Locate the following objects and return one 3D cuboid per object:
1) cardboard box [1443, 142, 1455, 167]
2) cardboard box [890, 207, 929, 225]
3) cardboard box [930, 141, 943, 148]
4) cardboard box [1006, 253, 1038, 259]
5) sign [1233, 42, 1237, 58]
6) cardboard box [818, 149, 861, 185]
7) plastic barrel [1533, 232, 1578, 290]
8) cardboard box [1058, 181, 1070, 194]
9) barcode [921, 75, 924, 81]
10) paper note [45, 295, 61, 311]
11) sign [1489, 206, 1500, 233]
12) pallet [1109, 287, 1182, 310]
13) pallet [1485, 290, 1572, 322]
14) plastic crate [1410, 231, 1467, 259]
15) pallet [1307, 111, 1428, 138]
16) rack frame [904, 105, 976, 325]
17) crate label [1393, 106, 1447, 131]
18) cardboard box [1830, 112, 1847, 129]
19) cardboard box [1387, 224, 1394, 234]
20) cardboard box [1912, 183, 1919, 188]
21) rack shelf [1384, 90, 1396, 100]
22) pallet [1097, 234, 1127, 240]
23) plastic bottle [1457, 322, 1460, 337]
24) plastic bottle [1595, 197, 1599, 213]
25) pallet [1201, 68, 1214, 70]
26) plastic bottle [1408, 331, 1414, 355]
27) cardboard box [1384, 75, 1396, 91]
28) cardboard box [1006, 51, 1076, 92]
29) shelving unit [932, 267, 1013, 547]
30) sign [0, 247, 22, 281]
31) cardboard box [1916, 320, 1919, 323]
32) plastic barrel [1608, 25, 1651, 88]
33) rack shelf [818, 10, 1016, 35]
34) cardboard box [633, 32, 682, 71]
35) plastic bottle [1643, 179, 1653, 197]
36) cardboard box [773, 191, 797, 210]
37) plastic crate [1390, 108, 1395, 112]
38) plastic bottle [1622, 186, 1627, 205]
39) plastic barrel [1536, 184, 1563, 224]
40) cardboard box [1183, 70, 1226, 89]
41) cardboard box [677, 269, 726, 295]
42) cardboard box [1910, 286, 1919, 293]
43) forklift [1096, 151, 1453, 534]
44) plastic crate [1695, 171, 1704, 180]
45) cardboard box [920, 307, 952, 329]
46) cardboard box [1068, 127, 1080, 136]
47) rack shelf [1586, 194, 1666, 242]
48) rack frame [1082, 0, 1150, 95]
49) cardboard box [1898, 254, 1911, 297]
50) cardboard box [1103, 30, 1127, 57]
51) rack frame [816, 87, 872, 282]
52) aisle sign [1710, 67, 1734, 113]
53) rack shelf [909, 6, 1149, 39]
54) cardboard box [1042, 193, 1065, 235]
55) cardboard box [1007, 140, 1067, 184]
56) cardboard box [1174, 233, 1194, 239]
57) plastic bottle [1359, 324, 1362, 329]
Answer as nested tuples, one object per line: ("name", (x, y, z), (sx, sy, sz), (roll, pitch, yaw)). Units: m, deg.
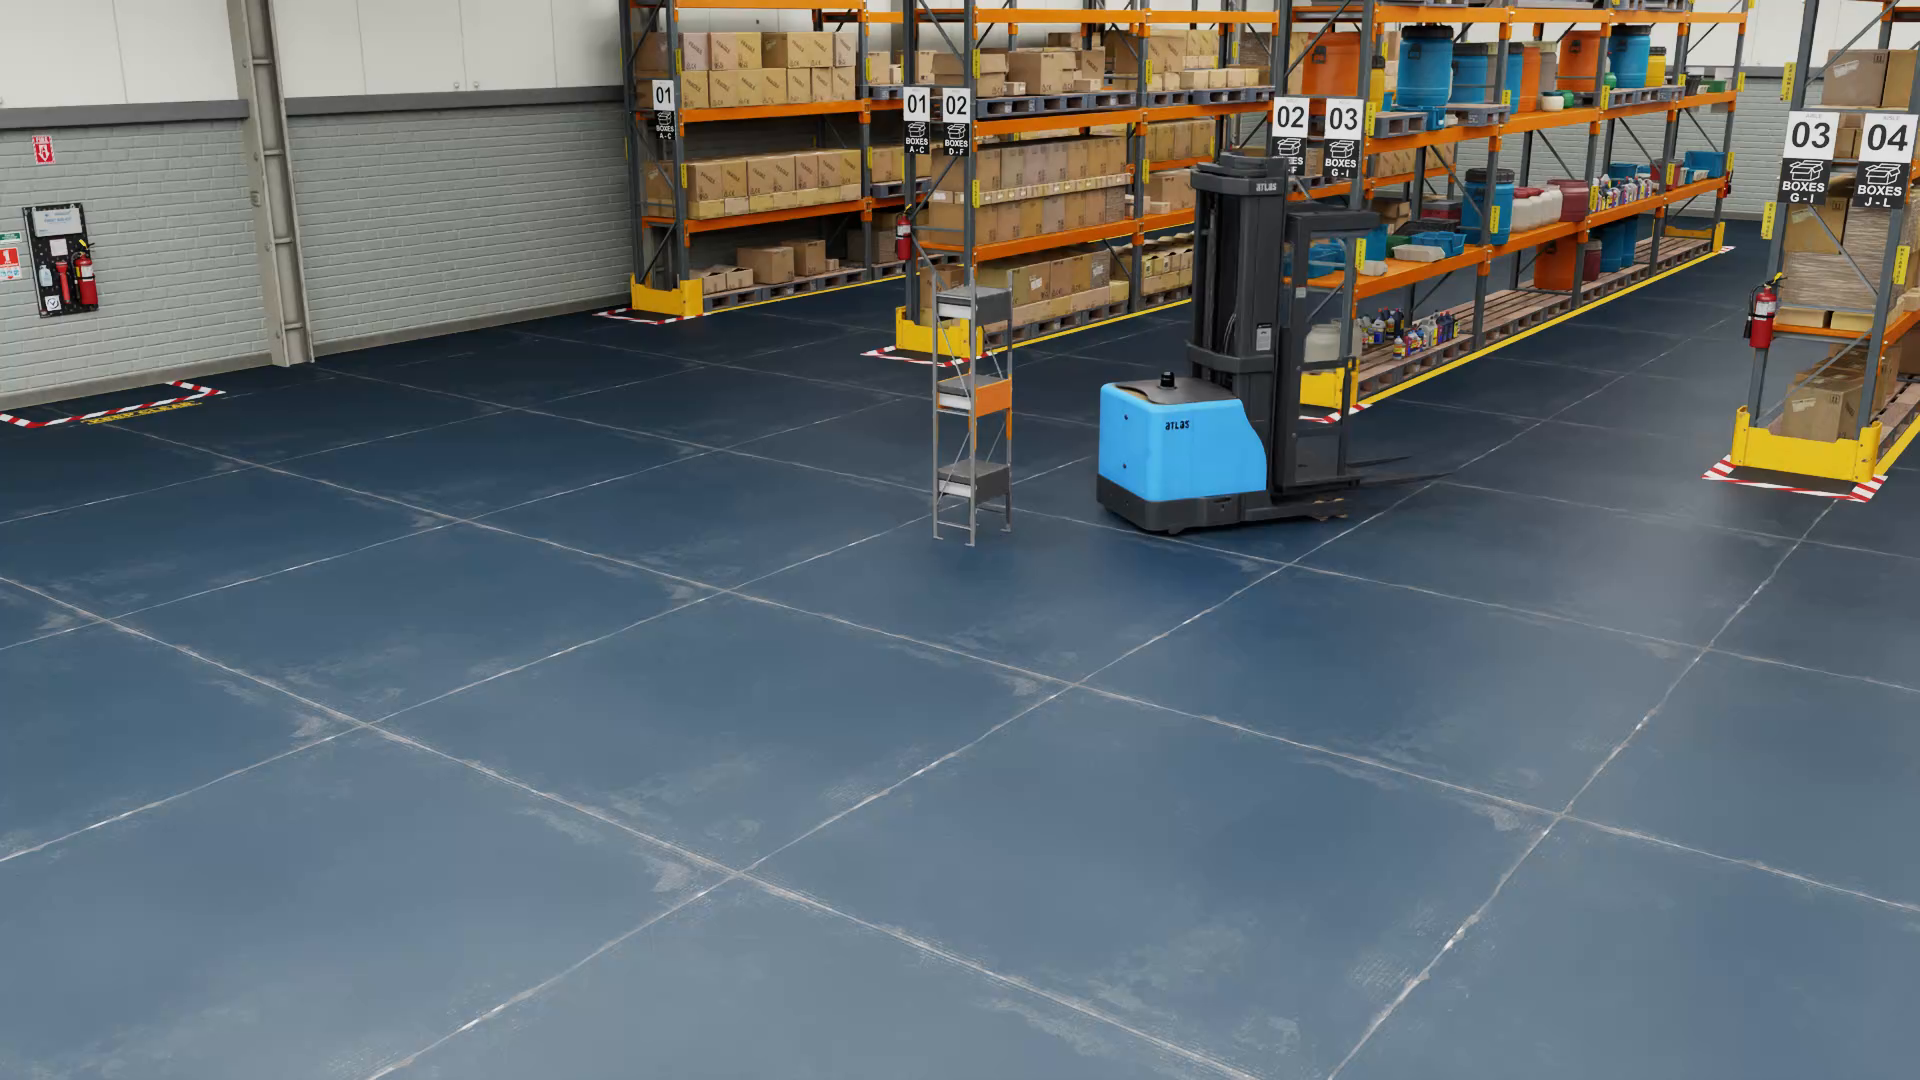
("cardboard box", (9.235, -7.518, 32.227), (0.500, 0.500, 0.500), (13, 22, 36))
("cardboard box", (-0.855, -5.424, 27.861), (0.500, 0.250, 0.500), (12, 21, 33))
("cardboard box", (-0.460, -6.438, 28.006), (0.700, 0.500, 0.500), (12, 21, 35))
("cardboard box", (0.714, -3.600, 22.441), (0.500, 0.500, 0.500), (12, 21, 35))
("sign", (5.730, -10.218, 34.672), (0.100, 0.325, 0.005), (12, 21, 35))
("cardboard box", (-1.881, -5.770, 25.722), (0.500, 0.500, 0.500), (12, 21, 35))
("plastic barrel", (8.770, -4.127, 24.427), (0.600, 0.830, 0.708), (12, 21, 35))
("cardboard box", (1.230, -4.656, 21.916), (0.380, 0.149, 0.250), (13, 22, 36))
("barcode", (-0.458, -5.681, 20.443), (0.001, 0.075, 0.075), (12, 21, 35))
("paper note", (-9.747, -2.547, 17.872), (0.016, 0.148, 0.142), (12, 21, 35))
("sign", (6.544, -3.923, 20.352), (0.100, 0.325, 0.005), (12, 21, 35))
("pallet", (2.541, -3.618, 24.537), (1.003, 0.211, 1.213), (12, 21, 35))
("pallet", (8.000, -3.334, 23.624), (1.003, 0.211, 1.213), (12, 21, 35))
("plastic crate", (5.668, -3.508, 19.733), (0.499, 0.251, 0.616), (12, 21, 35))
("pallet", (4.297, -4.460, 17.809), (1.003, 0.211, 1.213), (12, 21, 35))
("rack frame", (-0.250, -3.814, 20.468), (1.000, 3.000, 0.127), (12, 21, 35))
("crate label", (5.107, -4.687, 18.472), (0.502, 0.251, 0.408), (12, 21, 35))
("cardboard box", (7.618, -3.735, 14.737), (0.380, 0.149, 0.250), (12, 21, 35))
("cardboard box", (7.831, -5.799, 30.895), (0.380, 0.166, 0.250), (12, 21, 35))
("cardboard box", (9.144, -3.170, 16.039), (0.500, 0.500, 0.500), (12, 21, 35))
("rack shelf", (8.092, -8.238, 30.868), (1.077, 0.370, 4.000), (12, 21, 35))
("pallet", (2.520, -6.018, 32.267), (1.003, 0.211, 1.213), (12, 21, 35))
("plastic bottle", (6.143, -2.623, 20.609), (0.097, 0.201, 0.097), (0, 17, 0))
("plastic bottle", (9.242, -4.904, 24.174), (0.061, 0.283, 0.133), (12, 21, 35))
("pallet", (4.869, -9.711, 34.549), (1.003, 0.211, 1.213), (12, 21, 35))
("plastic bottle", (5.261, -2.304, 19.462), (0.097, 0.271, 0.097), (0, 17, 0))
("cardboard box", (7.389, -8.105, 29.482), (0.500, 0.250, 0.500), (12, 21, 35))
("cardboard box", (1.051, -6.146, 21.802), (0.797, 0.503, 0.637), (15, 23, 41))
("shelving unit", (0.099, -1.042, 13.059), (0.431, 2.100, 0.503), (12, 21, 35))
("sign", (-9.998, -2.901, 17.467), (0.001, 0.329, 0.234), (12, 21, 35))
("cardboard box", (10.769, -2.285, 19.016), (0.700, 0.500, 0.500), (12, 21, 34))
("plastic barrel", (9.982, -7.235, 24.873), (0.600, 0.901, 0.708), (12, 21, 35))
("rack shelf", (-0.656, -8.448, 27.162), (1.077, 0.370, 4.000), (12, 21, 35))
("cardboard box", (-4.184, -6.805, 23.153), (0.500, 0.500, 0.500), (14, 22, 37))
("plastic bottle", (10.901, -5.586, 26.383), (0.152, 0.276, 0.135), (12, 21, 35))
("cardboard box", (-2.776, -5.053, 24.677), (0.500, 0.250, 0.500), (13, 21, 35))
("plastic crate", (4.950, -4.894, 19.246), (0.336, 0.188, 0.450), (12, 21, 35))
("plastic bottle", (10.063, -5.232, 25.230), (0.061, 0.283, 0.133), (12, 21, 35))
("plastic barrel", (8.051, -4.614, 22.856), (0.421, 0.512, 0.421), (0, 17, 0))
("cardboard box", (3.644, -6.901, 24.895), (0.500, 0.250, 0.500), (12, 21, 34))
("cardboard box", (-3.746, -3.764, 24.097), (0.500, 0.311, 0.500), (10, 20, 29))
("cardboard box", (9.289, -2.438, 16.459), (0.380, 0.149, 0.250), (12, 21, 35))
("forklift", (2.725, -1.698, 13.771), (3.031, 2.935, 1.130), (-6, 18, -20))
("plastic crate", (12.734, -6.359, 29.006), (0.396, 0.136, 0.243), (12, 21, 35))
("cardboard box", (-0.168, -2.882, 21.393), (0.500, 0.250, 0.500), (12, 21, 35))
("cardboard box", (1.927, -7.585, 30.642), (0.500, 0.250, 0.500), (12, 21, 34))
("rack shelf", (9.684, -4.976, 25.423), (1.077, 0.370, 4.000), (12, 21, 35))
("rack frame", (2.133, -7.632, 22.647), (1.000, 3.000, 0.127), (12, 21, 35))
("cardboard box", (8.588, -2.630, 15.986), (0.875, 0.500, 0.500), (12, 21, 35))
("cardboard box", (3.148, -9.722, 32.546), (0.500, 0.500, 0.500), (12, 21, 34))
("rack frame", (-1.847, -5.641, 26.352), (1.000, 3.000, 0.127), (12, 21, 35))
("aisle sign", (13.537, -7.956, 29.421), (0.394, 0.787, 0.004), (12, 21, 35))
("rack shelf", (0.942, -6.621, 21.279), (1.077, 0.370, 4.000), (12, 21, 35))
("cardboard box", (0.959, -4.340, 21.993), (0.700, 0.500, 0.500), (13, 22, 36))
("cardboard box", (0.977, -4.969, 21.830), (0.700, 0.500, 0.500), (12, 21, 35))
("cardboard box", (3.663, -4.675, 26.224), (0.500, 0.311, 0.500), (12, 21, 33))
("plastic bottle", (4.723, -2.450, 19.928), (0.152, 0.276, 0.135), (12, 21, 33))
